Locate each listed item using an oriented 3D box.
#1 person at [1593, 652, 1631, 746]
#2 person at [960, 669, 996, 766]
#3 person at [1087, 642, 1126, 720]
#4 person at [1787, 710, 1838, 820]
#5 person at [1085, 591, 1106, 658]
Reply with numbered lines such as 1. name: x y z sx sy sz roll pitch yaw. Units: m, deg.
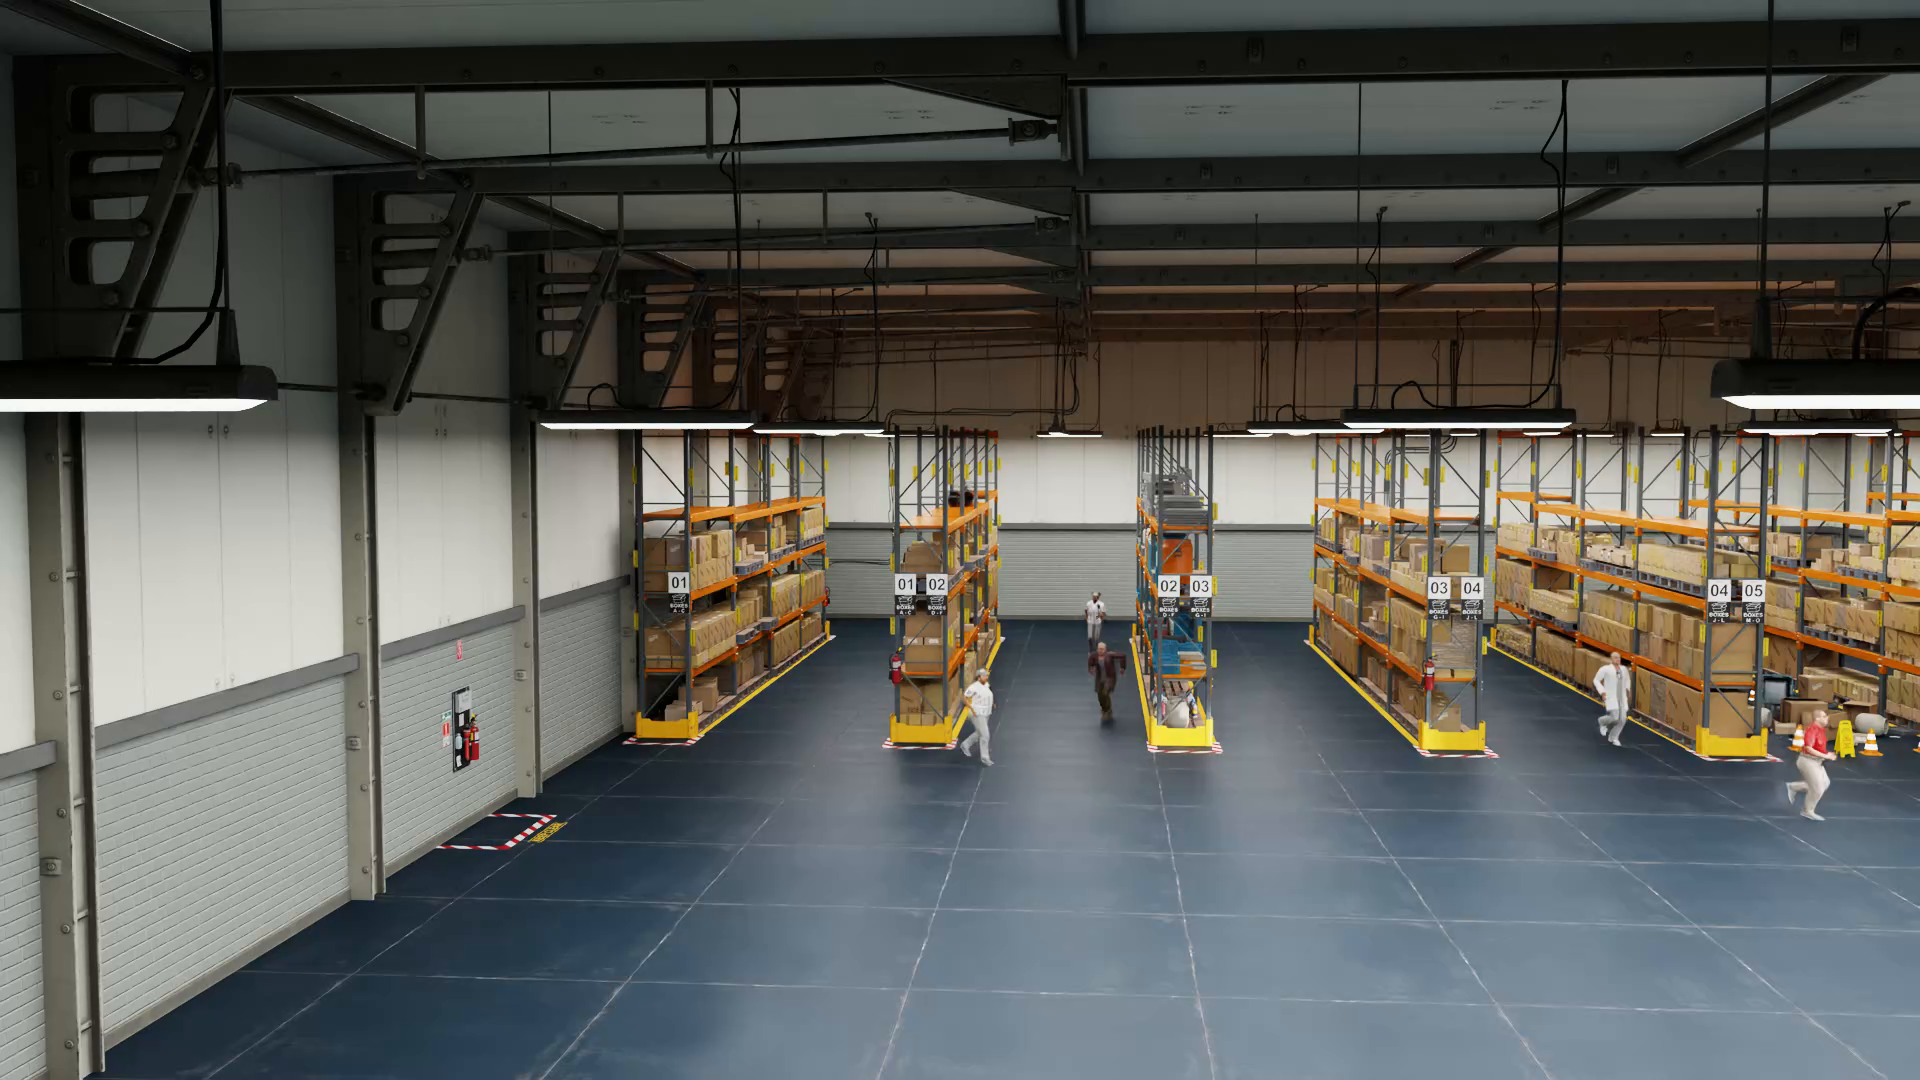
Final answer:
1. person: 12.342 2.986 31.386 0.723 1.747 0.634 -1 3 -10
2. person: 0.318 3.122 29.516 0.814 1.705 0.603 2 4 35
3. person: 2.969 2.871 33.670 0.748 1.651 0.982 1 4 22
4. person: 12.887 3.392 25.143 0.700 1.684 0.703 3 4 37
5. person: 3.392 2.134 41.769 0.566 1.735 0.692 1 3 9
